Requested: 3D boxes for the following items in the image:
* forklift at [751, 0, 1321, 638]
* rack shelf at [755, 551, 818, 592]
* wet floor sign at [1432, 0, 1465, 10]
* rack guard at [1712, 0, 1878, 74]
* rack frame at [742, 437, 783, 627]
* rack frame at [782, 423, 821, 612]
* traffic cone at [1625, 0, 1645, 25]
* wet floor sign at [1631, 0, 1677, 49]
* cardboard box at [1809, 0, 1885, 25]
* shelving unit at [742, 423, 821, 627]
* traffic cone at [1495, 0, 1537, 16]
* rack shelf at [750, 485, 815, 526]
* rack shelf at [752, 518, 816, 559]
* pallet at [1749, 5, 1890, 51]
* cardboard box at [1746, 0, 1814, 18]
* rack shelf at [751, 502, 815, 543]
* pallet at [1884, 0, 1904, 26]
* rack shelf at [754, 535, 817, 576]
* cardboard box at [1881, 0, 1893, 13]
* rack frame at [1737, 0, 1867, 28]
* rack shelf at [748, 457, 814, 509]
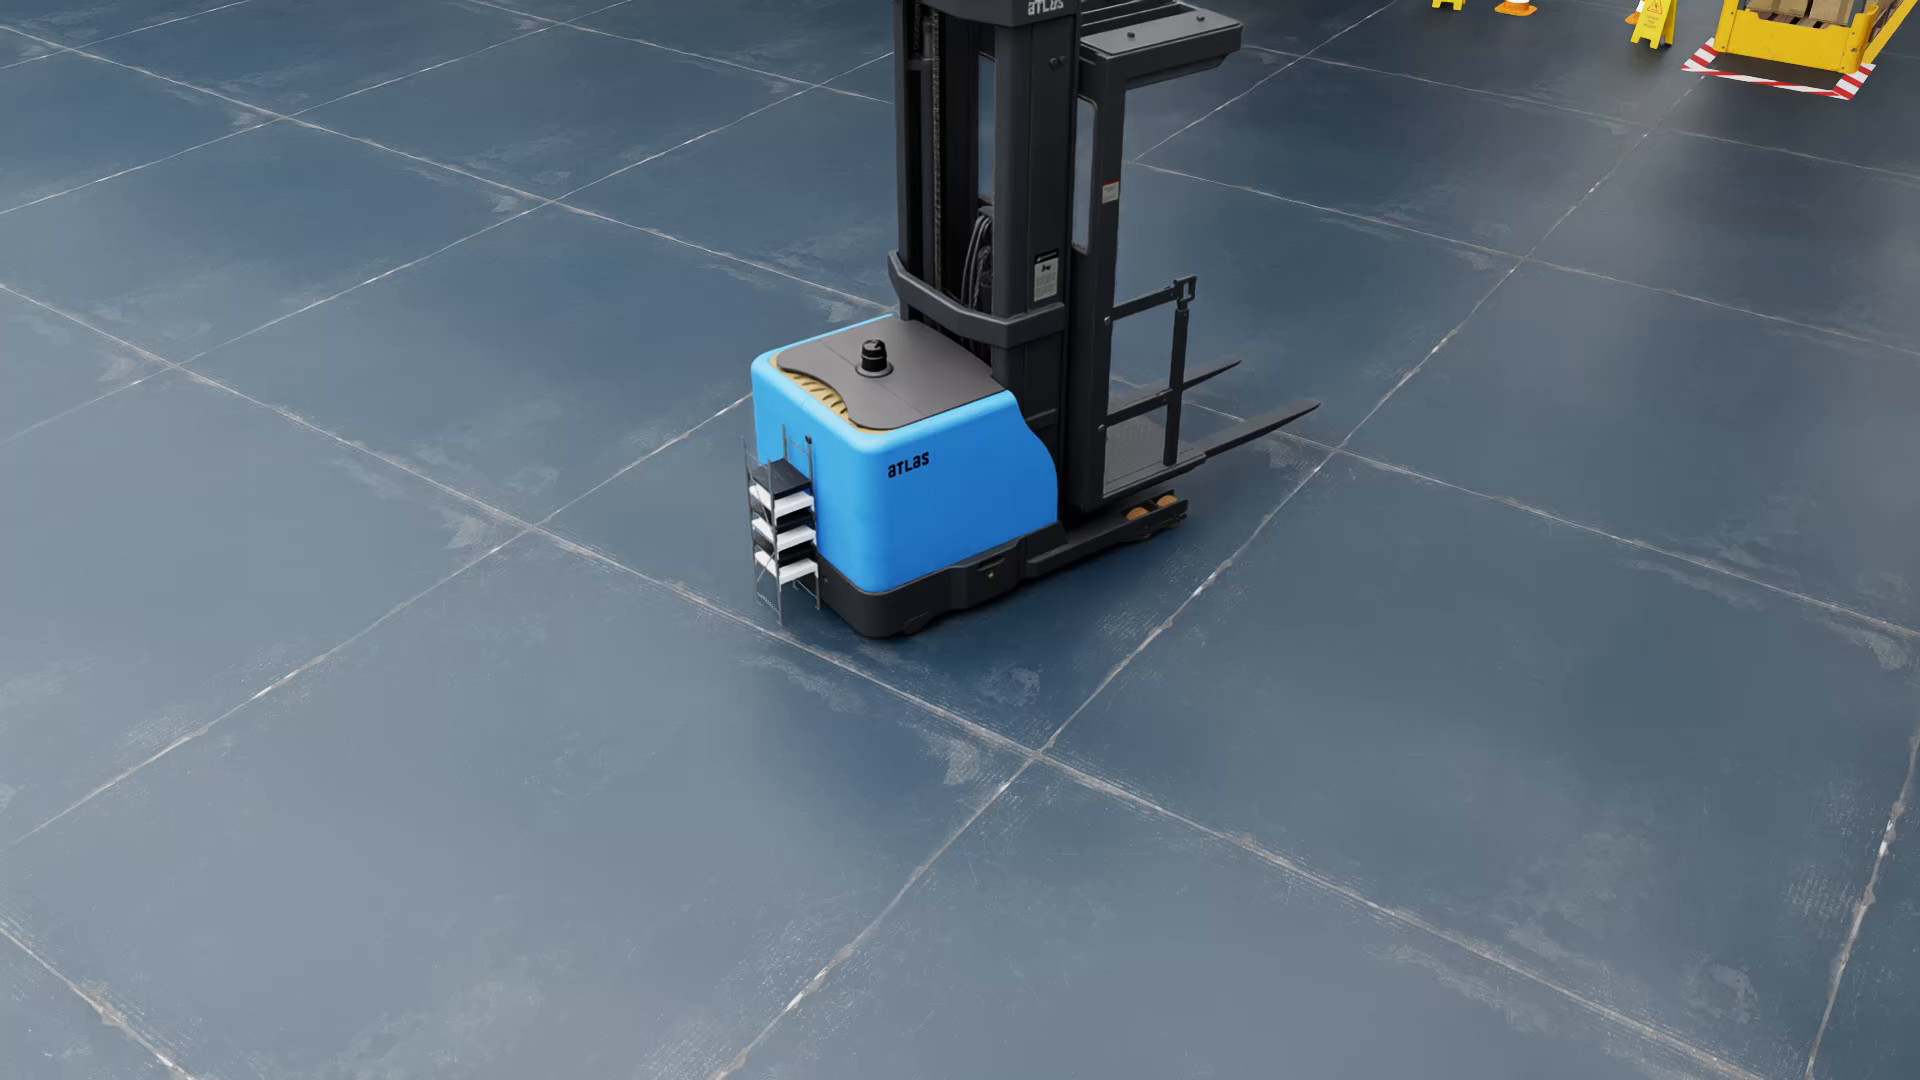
[{"bbox_3d":[0.525,-1.426,7.743,3.031,2.935,1.130,-22,40,-29],"label":"forklift"},{"bbox_3d":[-0.805,0.116,7.656,0.200,0.077,0.258,-22,40,-29],"label":"rack shelf"},{"bbox_3d":[4.622,-5.322,15.544,0.267,0.644,0.232,14,37,20],"label":"wet floor sign"},{"bbox_3d":[7.179,-4.408,14.322,1.175,0.500,0.348,21,39,28],"label":"rack guard"},{"bbox_3d":[-0.887,-0.027,7.487,0.006,0.900,0.240,-22,40,-29],"label":"rack frame"},{"bbox_3d":[-0.722,-0.094,7.586,0.006,0.900,0.240,-22,40,-29],"label":"rack frame"},{"bbox_3d":[6.321,-4.968,15.183,0.336,0.463,0.334,21,39,28],"label":"traffic cone"},{"bbox_3d":[6.148,-4.688,14.606,0.232,0.644,0.267,-22,40,-29],"label":"wet floor sign"},{"bbox_3d":[7.823,-4.726,14.641,0.500,0.250,0.500,21,39,28],"label":"cardboard box"},{"bbox_3d":[-0.805,-0.061,7.537,0.210,0.900,0.258,-22,40,-29],"label":"shelving unit"},{"bbox_3d":[5.215,-5.166,15.476,0.336,0.463,0.334,21,39,28],"label":"traffic cone"},{"bbox_3d":[-0.805,-0.182,7.454,0.200,0.077,0.258,-22,40,-29],"label":"rack shelf"},{"bbox_3d":[-0.805,-0.033,7.555,0.200,0.077,0.258,-22,40,-29],"label":"rack shelf"},{"bbox_3d":[7.671,-4.651,14.939,1.003,0.211,1.213,21,39,28],"label":"pallet"},{"bbox_3d":[7.389,-4.912,14.916,0.500,0.250,0.500,21,39,28],"label":"cardboard box"},{"bbox_3d":[-0.805,-0.108,7.505,0.200,0.077,0.258,-22,40,-29],"label":"rack shelf"},{"bbox_3d":[8.367,-5.210,15.766,1.003,0.211,1.213,21,39,28],"label":"pallet"},{"bbox_3d":[-0.805,0.041,7.606,0.200,0.077,0.258,-22,40,-29],"label":"rack shelf"},{"bbox_3d":[8.120,-4.959,14.985,0.500,0.250,0.500,23,40,30],"label":"cardboard box"},{"bbox_3d":[7.136,-5.408,13.570,1.000,3.000,0.127,21,39,28],"label":"rack frame"},{"bbox_3d":[-0.805,-0.257,7.404,0.200,0.077,0.258,-22,40,-29],"label":"rack shelf"}]
